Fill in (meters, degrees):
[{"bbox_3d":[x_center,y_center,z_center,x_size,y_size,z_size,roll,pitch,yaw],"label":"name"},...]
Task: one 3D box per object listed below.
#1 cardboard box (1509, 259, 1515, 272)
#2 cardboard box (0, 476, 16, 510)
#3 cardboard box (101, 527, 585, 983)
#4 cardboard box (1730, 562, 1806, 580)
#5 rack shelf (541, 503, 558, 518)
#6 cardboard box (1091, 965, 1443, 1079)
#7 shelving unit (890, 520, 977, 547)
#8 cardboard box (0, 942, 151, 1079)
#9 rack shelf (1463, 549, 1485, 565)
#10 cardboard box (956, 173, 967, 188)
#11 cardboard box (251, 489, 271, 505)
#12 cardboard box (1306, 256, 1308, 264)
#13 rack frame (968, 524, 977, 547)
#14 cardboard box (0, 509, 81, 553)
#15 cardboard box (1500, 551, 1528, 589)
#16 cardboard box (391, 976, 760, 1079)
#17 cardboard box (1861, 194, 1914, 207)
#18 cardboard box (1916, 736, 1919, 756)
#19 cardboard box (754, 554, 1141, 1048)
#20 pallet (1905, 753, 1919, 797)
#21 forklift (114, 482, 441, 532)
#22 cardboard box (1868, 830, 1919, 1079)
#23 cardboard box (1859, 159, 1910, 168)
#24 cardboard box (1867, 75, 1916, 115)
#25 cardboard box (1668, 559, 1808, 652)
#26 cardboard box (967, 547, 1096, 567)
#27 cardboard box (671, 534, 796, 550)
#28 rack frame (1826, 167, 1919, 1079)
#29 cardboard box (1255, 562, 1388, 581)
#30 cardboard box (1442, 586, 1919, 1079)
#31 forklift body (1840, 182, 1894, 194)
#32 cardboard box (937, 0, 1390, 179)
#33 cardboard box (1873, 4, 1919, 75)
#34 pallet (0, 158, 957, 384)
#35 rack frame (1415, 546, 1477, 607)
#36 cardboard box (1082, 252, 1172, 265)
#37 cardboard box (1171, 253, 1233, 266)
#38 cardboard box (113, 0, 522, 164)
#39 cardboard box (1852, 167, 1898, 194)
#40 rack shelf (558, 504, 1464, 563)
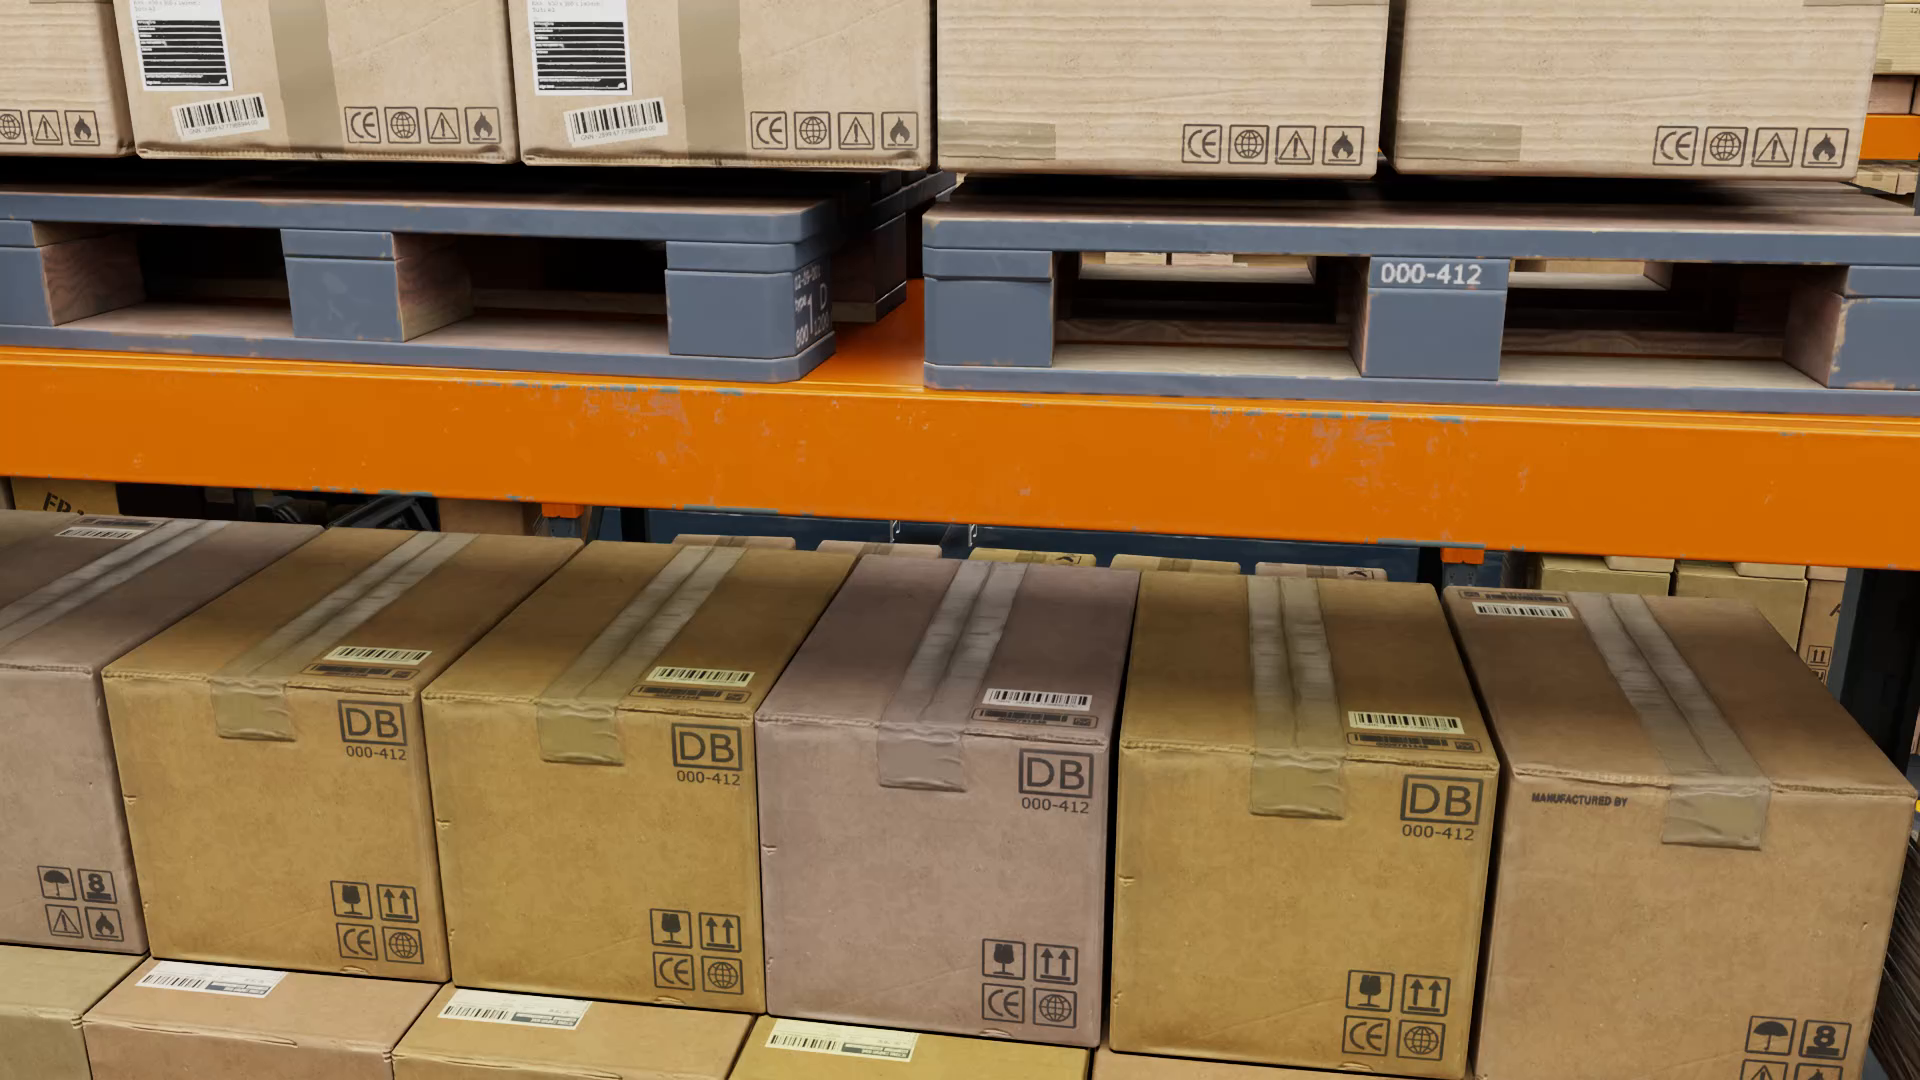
[{"bbox_3d":[3.895,-2.055,11.561,0.500,0.500,0.500,3,19,10],"label":"cardboard box"},{"bbox_3d":[-5.077,-0.166,8.759,0.875,0.875,0.875,4,19,10],"label":"cardboard box"},{"bbox_3d":[-0.989,0.331,2.854,0.500,0.500,0.700,3,19,8],"label":"cardboard box"},{"bbox_3d":[3.359,0.028,6.959,0.250,0.149,0.380,4,19,11],"label":"cardboard box"},{"bbox_3d":[-3.727,-0.539,8.320,4.000,0.370,1.077,3,19,9],"label":"rack shelf"},{"bbox_3d":[0.455,0.963,2.542,0.500,0.500,0.500,3,19,8],"label":"cardboard box"},{"bbox_3d":[-0.163,-0.577,10.138,0.503,1.200,0.258,3,19,9],"label":"shelving unit"},{"bbox_3d":[-1.535,0.861,2.845,0.500,0.500,0.500,3,19,8],"label":"cardboard box"},{"bbox_3d":[4.172,-0.136,7.116,4.000,0.370,1.077,3,19,9],"label":"rack shelf"},{"bbox_3d":[0.081,-2.554,12.029,0.250,0.149,0.380,3,19,9],"label":"cardboard box"},{"bbox_3d":[-3.301,-0.078,8.495,0.875,0.875,0.875,3,19,9],"label":"cardboard box"},{"bbox_3d":[1.705,-0.917,7.028,0.500,0.500,0.500,3,19,8],"label":"cardboard box"},{"bbox_3d":[0.077,-0.565,10.101,0.015,1.200,0.240,3,19,9],"label":"rack frame"},{"bbox_3d":[-1.996,0.281,3.003,0.500,0.500,0.700,3,19,8],"label":"cardboard box"},{"bbox_3d":[2.824,0.117,7.716,0.500,0.500,0.500,3,19,8],"label":"cardboard box"},{"bbox_3d":[-0.545,0.912,2.692,0.500,0.500,0.500,3,19,8],"label":"cardboard box"},{"bbox_3d":[3.590,-1.084,6.614,0.500,0.500,0.700,3,19,7],"label":"cardboard box"},{"bbox_3d":[4.278,0.719,7.100,0.500,0.250,0.500,2,19,7],"label":"cardboard box"},{"bbox_3d":[0.014,0.382,2.700,0.500,0.500,0.700,3,19,9],"label":"cardboard box"},{"bbox_3d":[4.074,0.828,7.496,1.213,0.211,1.003,3,19,9],"label":"pallet"},{"bbox_3d":[-1.741,0.125,5.311,3.031,2.935,1.130,4,19,11],"label":"forklift"},{"bbox_3d":[1.878,0.922,2.585,0.550,0.550,0.875,3,19,9],"label":"cardboard box"},{"bbox_3d":[6.380,-2.545,11.533,0.250,0.149,0.380,4,19,11],"label":"cardboard box"},{"bbox_3d":[3.481,-1.738,6.440,0.250,0.149,0.380,2,19,7],"label":"cardboard box"},{"bbox_3d":[3.267,0.309,7.143,0.500,0.500,0.500,4,19,11],"label":"cardboard box"},{"bbox_3d":[0.282,0.374,7.938,0.625,0.372,0.950,4,19,10],"label":"cardboard box"},{"bbox_3d":[-1.196,0.299,8.161,0.625,0.372,0.950,2,19,5],"label":"cardboard box"},{"bbox_3d":[1.512,0.978,2.653,0.127,3.000,1.000,3,19,9],"label":"rack frame"},{"bbox_3d":[1.679,0.443,7.730,0.625,0.372,0.950,3,19,9],"label":"cardboard box"},{"bbox_3d":[1.021,0.433,2.548,0.500,0.500,0.700,3,19,8],"label":"cardboard box"},{"bbox_3d":[4.769,-1.053,10.061,1.214,2.155,2.313,3,19,9],"label":"forklift body"},{"bbox_3d":[0.258,-0.613,2.098,0.500,0.250,0.500,3,19,8],"label":"cardboard box"},{"bbox_3d":[3.592,-1.910,6.325,0.500,0.250,0.500,3,19,9],"label":"cardboard box"},{"bbox_3d":[-0.689,-0.485,2.596,1.213,0.211,1.003,4,19,11],"label":"pallet"},{"bbox_3d":[2.197,-0.578,7.303,0.127,3.000,1.000,3,19,9],"label":"rack frame"},{"bbox_3d":[0.706,-0.969,7.185,0.500,0.500,0.500,4,19,11],"label":"cardboard box"},{"bbox_3d":[1.023,-1.256,7.020,0.250,0.149,0.380,2,19,7],"label":"cardboard box"},{"bbox_3d":[-0.756,-0.694,2.243,0.500,0.311,0.500,3,19,8],"label":"cardboard box"},{"bbox_3d":[6.032,-2.387,11.062,0.250,0.149,0.380,3,19,10],"label":"cardboard box"},{"bbox_3d":[0.223,-0.337,7.718,4.000,0.370,1.077,3,19,9],"label":"rack shelf"}]
